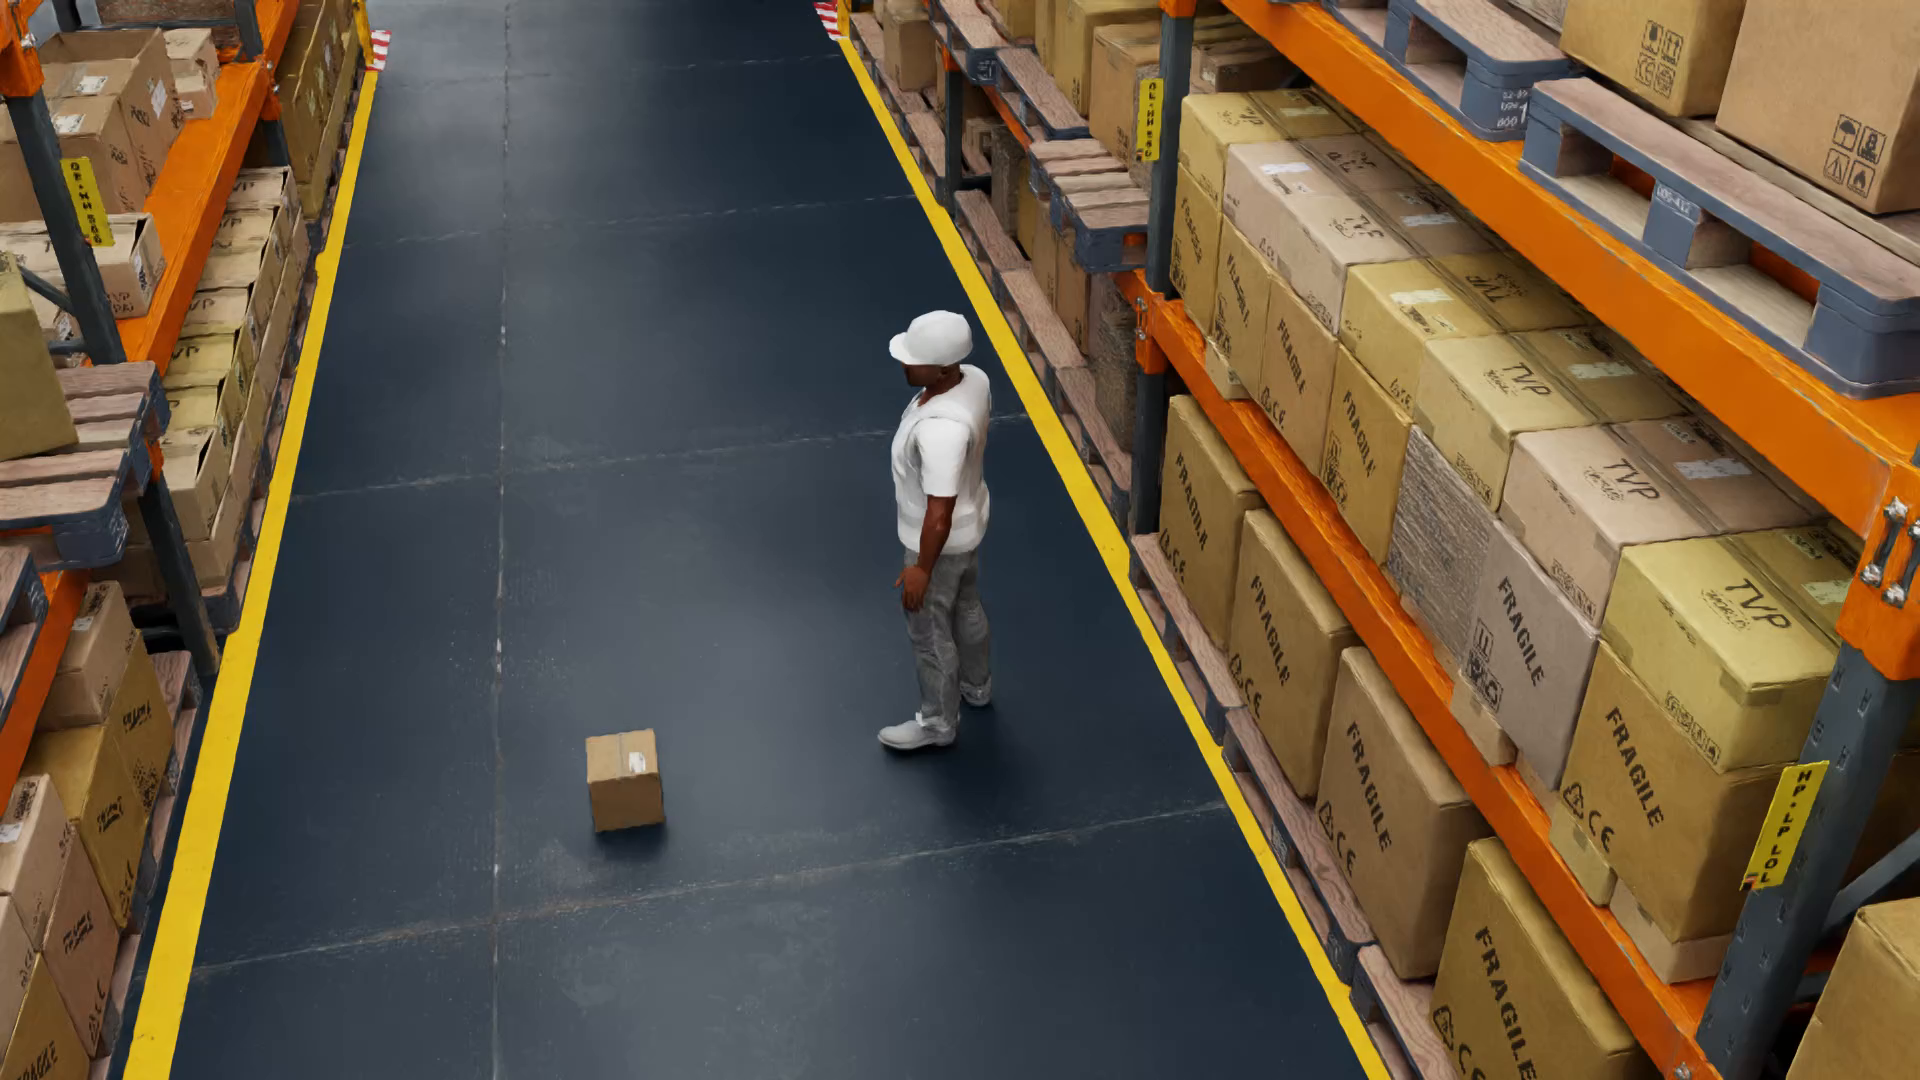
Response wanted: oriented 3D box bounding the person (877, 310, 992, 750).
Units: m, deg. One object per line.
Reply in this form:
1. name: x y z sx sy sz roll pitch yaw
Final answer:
1. person: -0.087 -0.031 6.122 0.381 1.761 0.664 8 35 11
